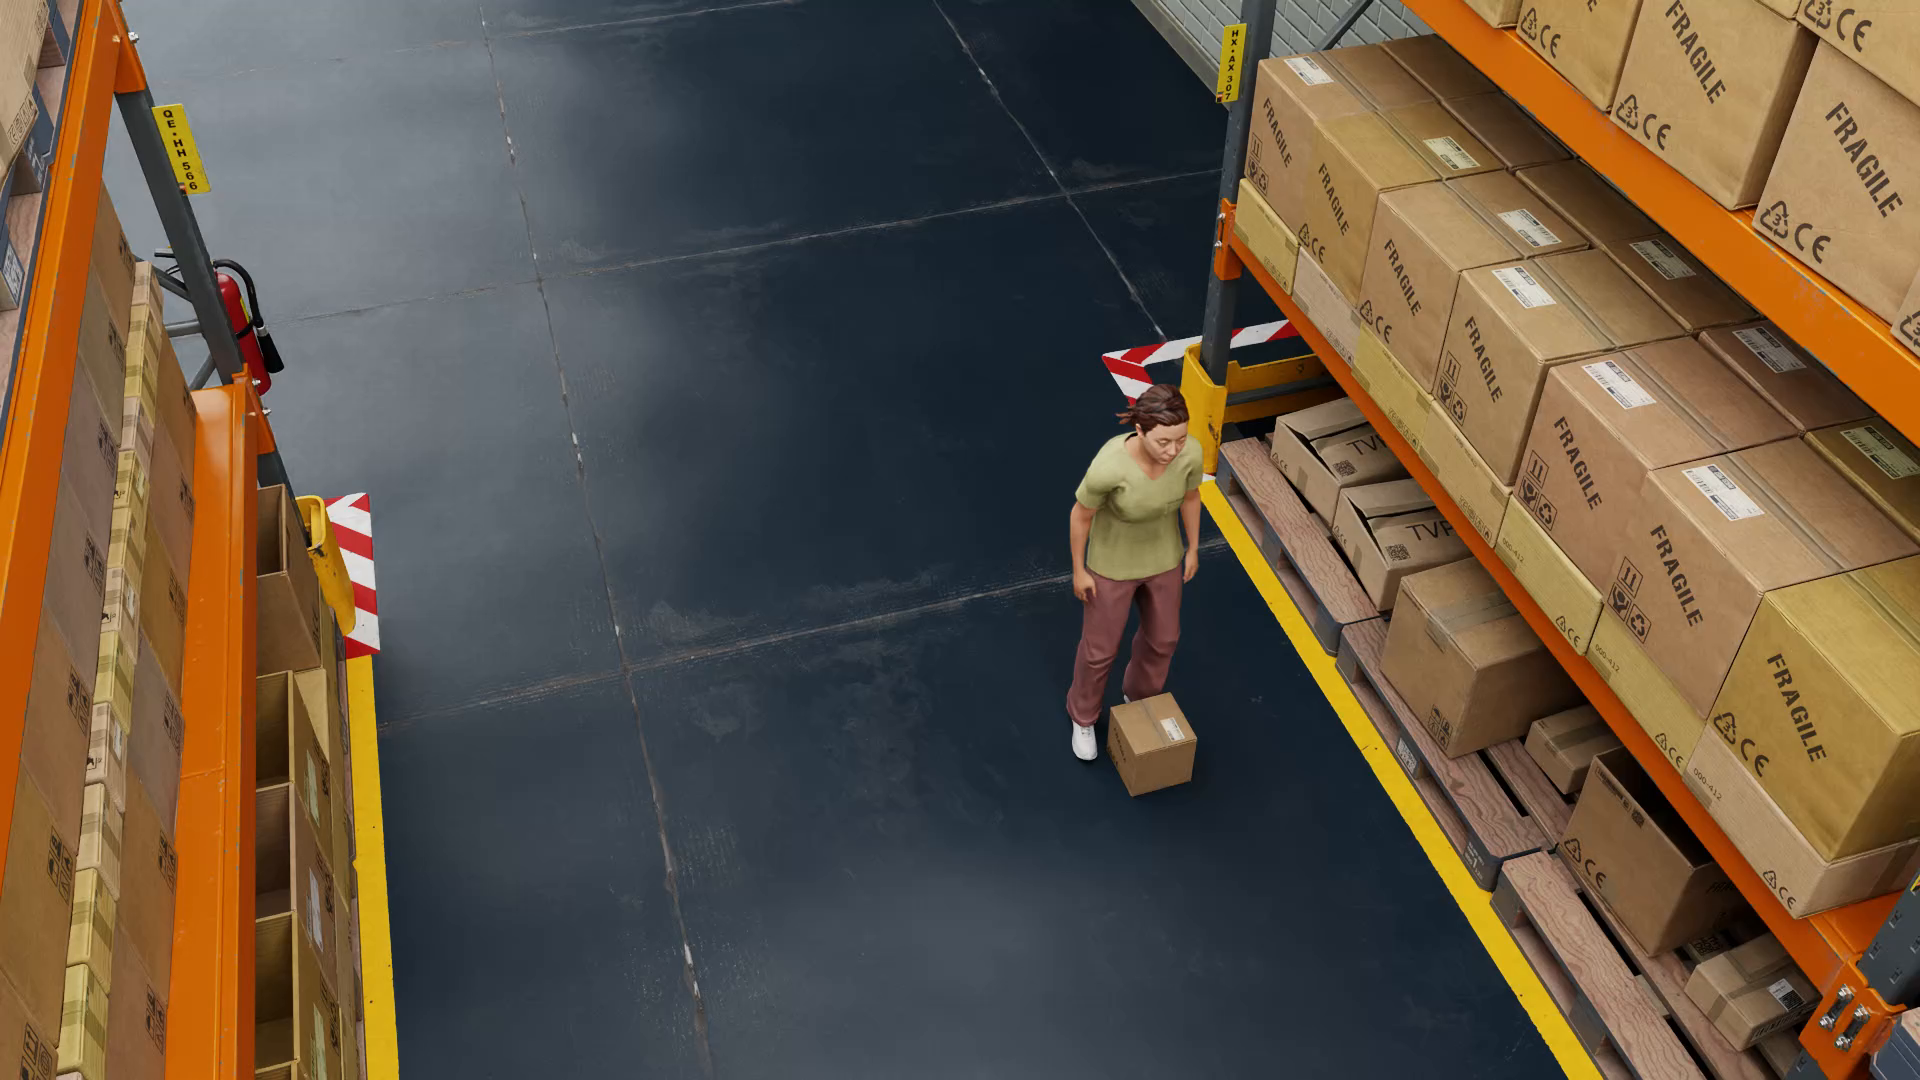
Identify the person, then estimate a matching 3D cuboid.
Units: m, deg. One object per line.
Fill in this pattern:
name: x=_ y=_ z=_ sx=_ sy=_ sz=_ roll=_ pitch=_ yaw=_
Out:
person: x=0.645 y=0.099 z=6.053 sx=0.499 sy=1.673 sz=0.359 roll=-12 pitch=44 yaw=-13
